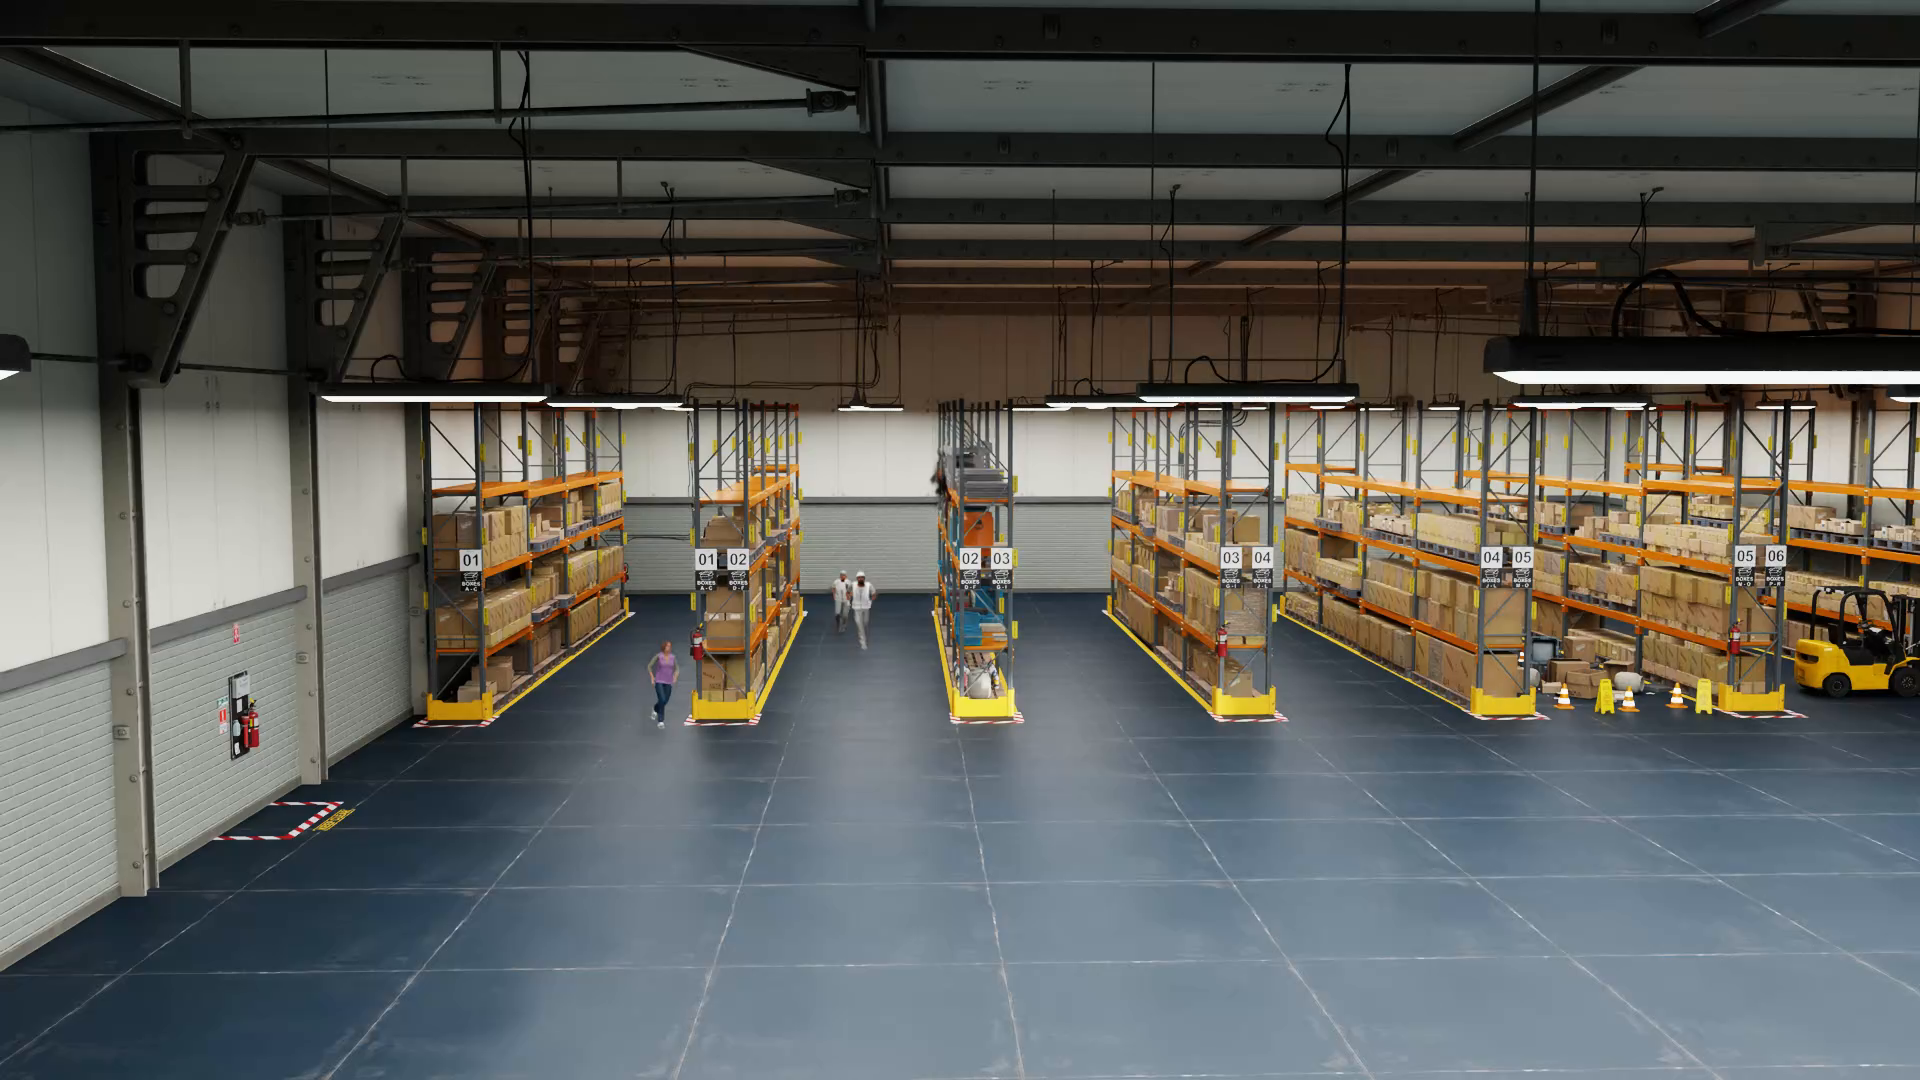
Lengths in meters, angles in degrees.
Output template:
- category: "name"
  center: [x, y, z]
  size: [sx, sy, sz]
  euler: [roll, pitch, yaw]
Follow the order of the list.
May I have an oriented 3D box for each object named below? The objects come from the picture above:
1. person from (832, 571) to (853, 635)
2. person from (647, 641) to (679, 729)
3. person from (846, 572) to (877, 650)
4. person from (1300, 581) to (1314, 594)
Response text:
- category: "person"
  center: [-3.039, 1.627, 43.235]
  size: [0.589, 1.673, 0.733]
  euler: [0, 4, -4]
- category: "person"
  center: [-5.453, 2.636, 30.568]
  size: [0.582, 1.575, 0.649]
  euler: [-3, 5, -30]
- category: "person"
  center: [-2.288, 1.614, 38.664]
  size: [0.707, 1.786, 0.920]
  euler: [0, 4, -5]
- category: "person"
  center: [10.347, 1.171, 49.363]
  size: [0.627, 1.558, 0.508]
  euler: [-3, 5, -31]
